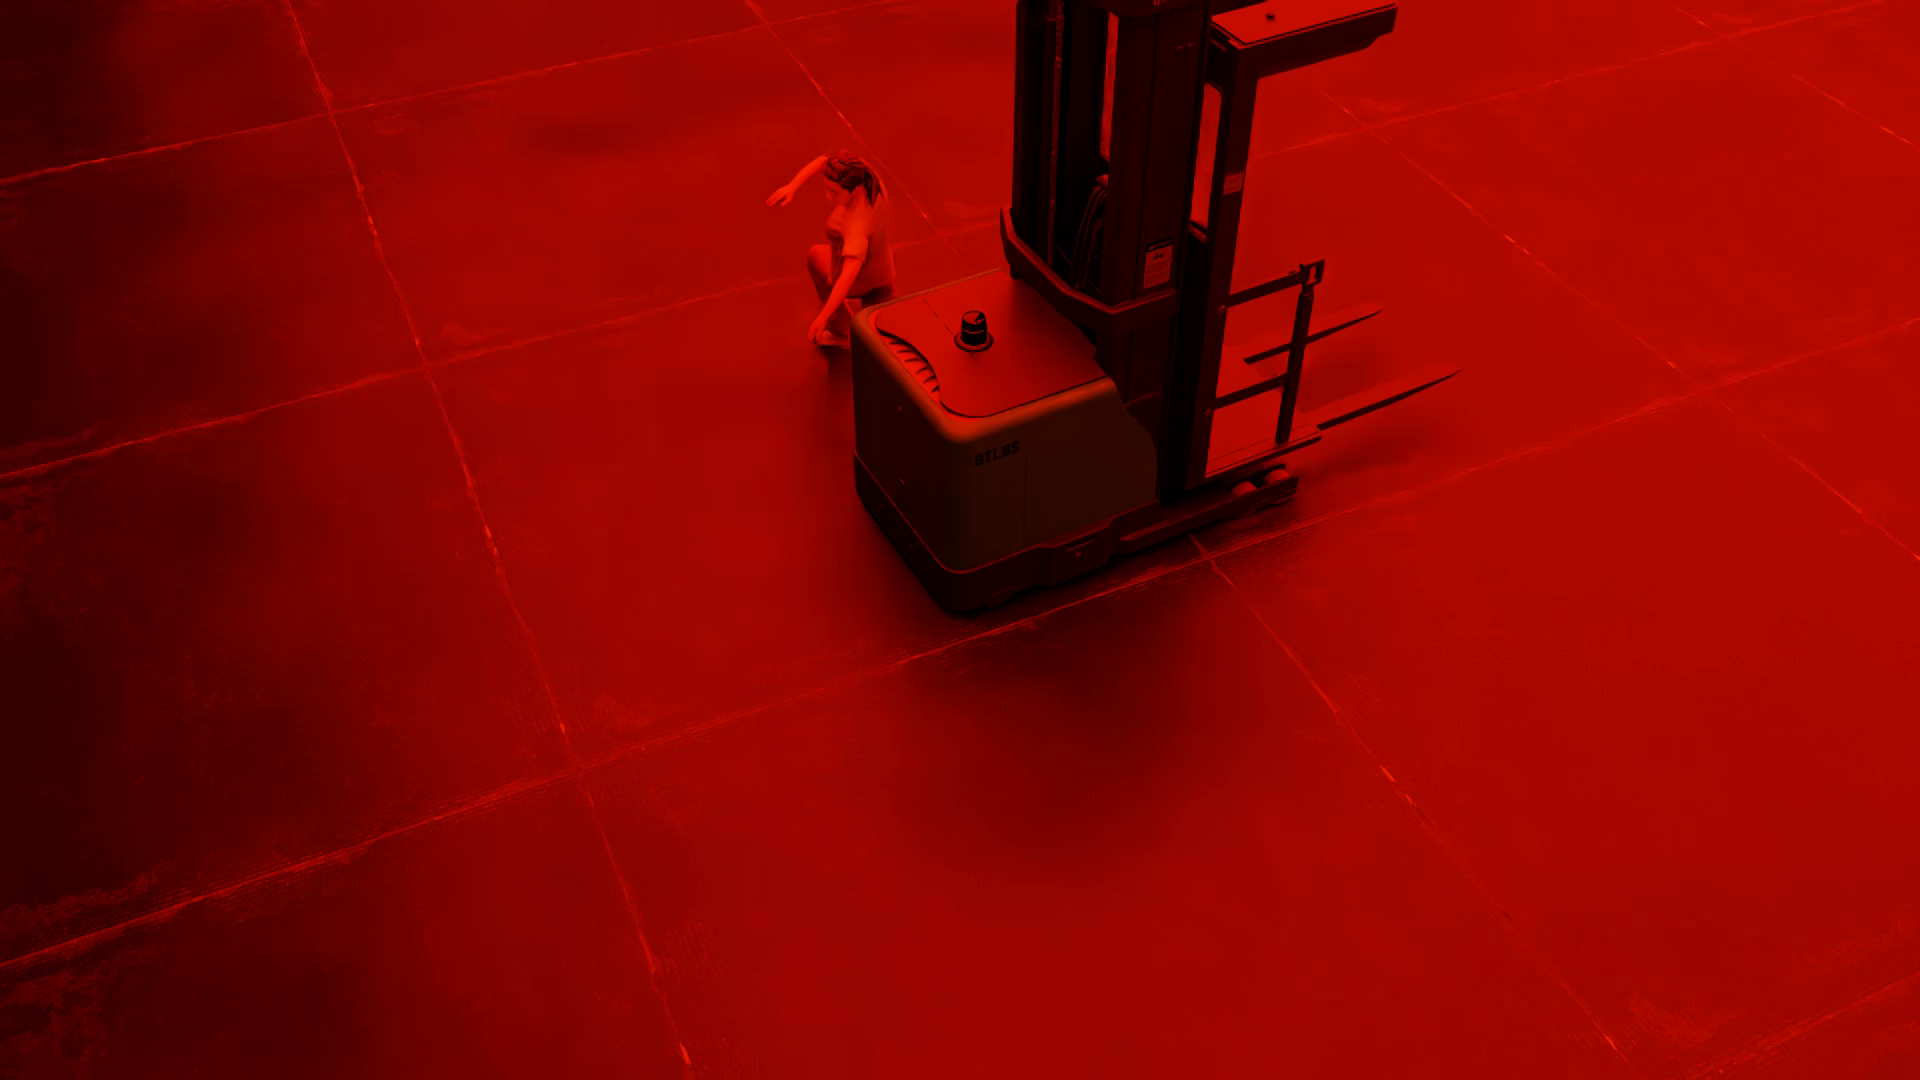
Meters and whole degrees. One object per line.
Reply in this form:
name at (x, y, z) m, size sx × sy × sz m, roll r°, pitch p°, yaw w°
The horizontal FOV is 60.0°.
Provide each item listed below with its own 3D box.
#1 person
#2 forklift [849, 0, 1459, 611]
person at (-0.620, -1.287, 8.204) m, size 0.723 × 1.415 × 0.959 m, roll -27°, pitch 49°, yaw -26°
forklift at (1.041, -1.481, 7.268) m, size 3.031 × 2.935 × 1.130 m, roll -20°, pitch 47°, yaw -20°
